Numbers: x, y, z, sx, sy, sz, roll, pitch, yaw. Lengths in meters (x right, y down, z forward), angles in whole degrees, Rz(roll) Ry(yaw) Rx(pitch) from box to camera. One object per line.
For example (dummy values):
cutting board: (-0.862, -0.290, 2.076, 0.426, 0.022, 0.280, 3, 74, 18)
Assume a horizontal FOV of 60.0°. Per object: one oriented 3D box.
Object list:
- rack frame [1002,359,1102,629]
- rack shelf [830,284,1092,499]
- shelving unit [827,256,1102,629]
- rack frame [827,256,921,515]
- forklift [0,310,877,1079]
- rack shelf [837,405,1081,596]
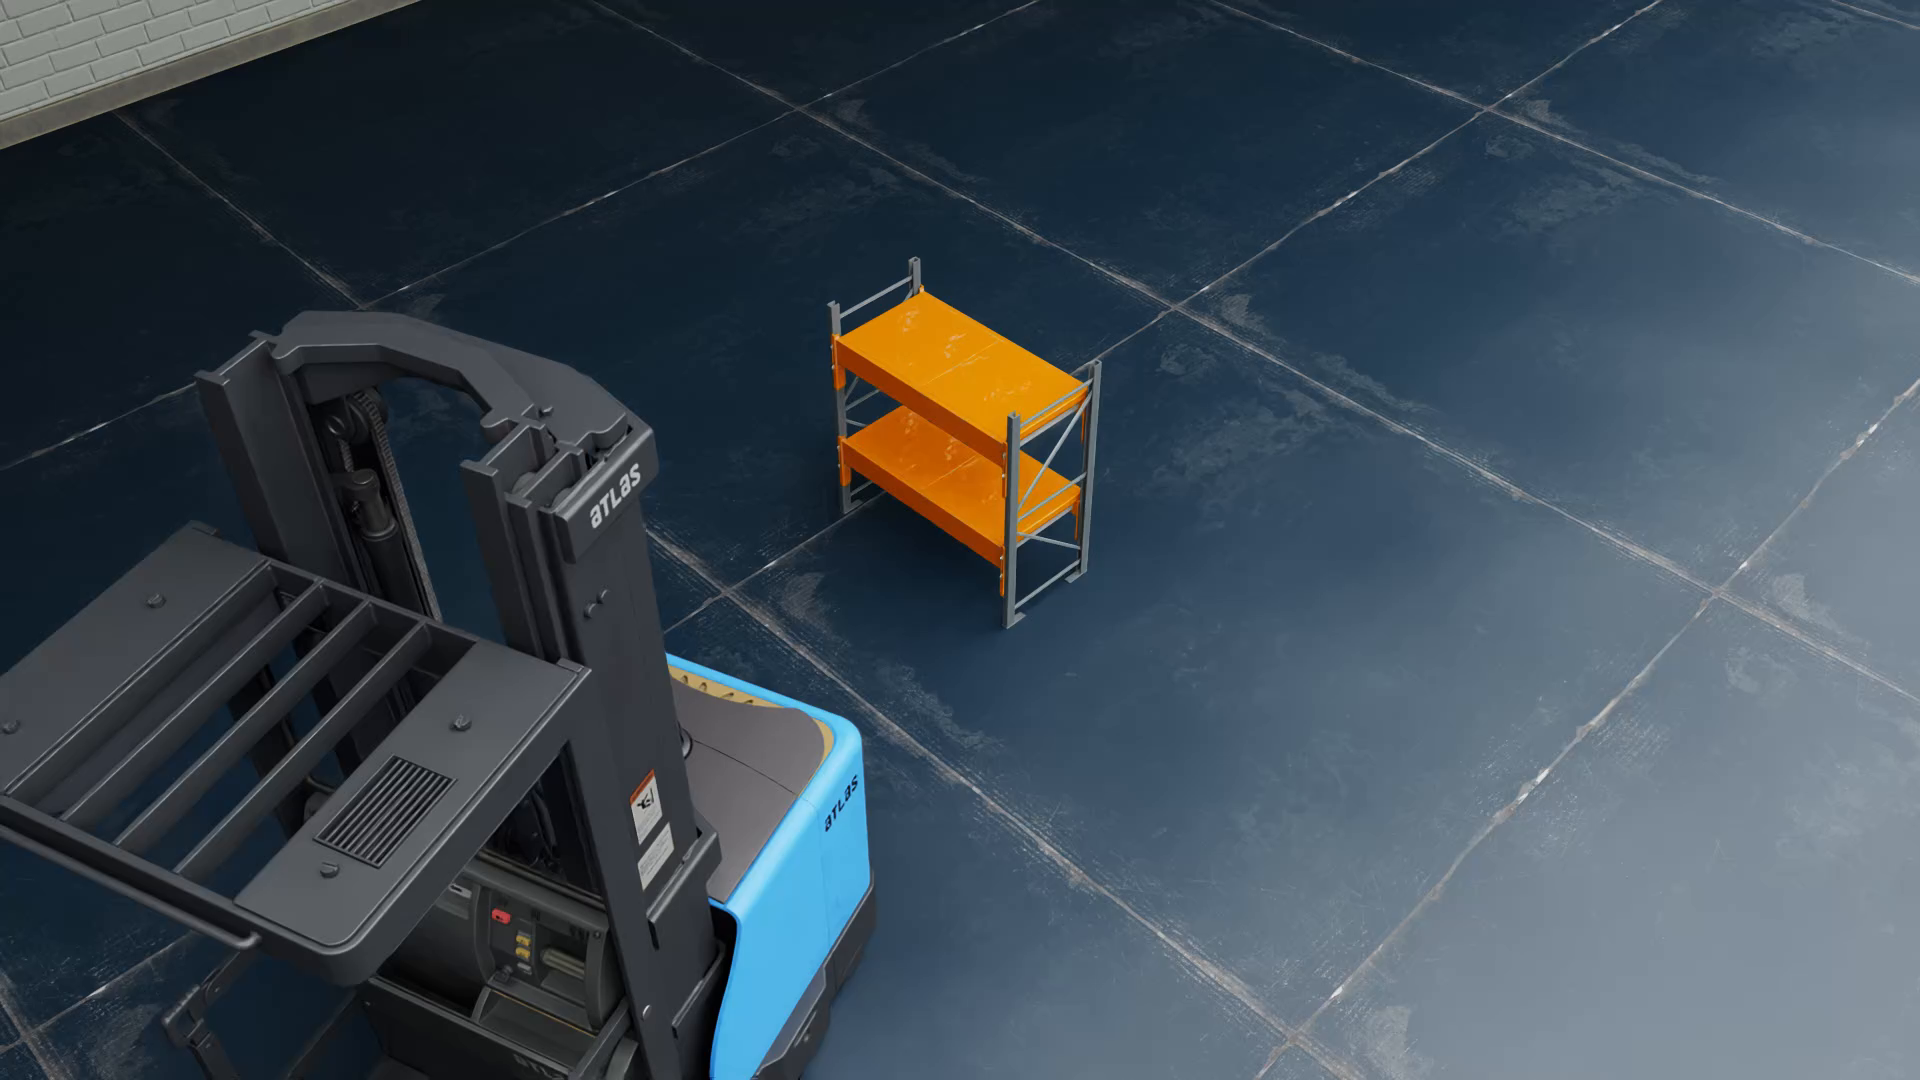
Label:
rack frame: (0.364, -0.166, 6.718, 0.500, 1.125, 0.032, -34, 53, -31)
rack shelf: (0.005, -0.625, 6.783, 0.538, 0.278, 1.000, -34, 53, -31)
shelving unit: (0.005, -0.410, 6.982, 0.538, 1.125, 1.048, -34, 53, -31)
rack frame: (-0.354, -0.654, 7.246, 0.500, 1.125, 0.032, -34, 53, -31)
forklift: (-1.375, 1.050, 4.071, 1.130, 2.935, 3.031, 18, 46, 18)
rack shelf: (0.005, -0.230, 7.148, 0.538, 0.278, 1.000, -34, 53, -31)
